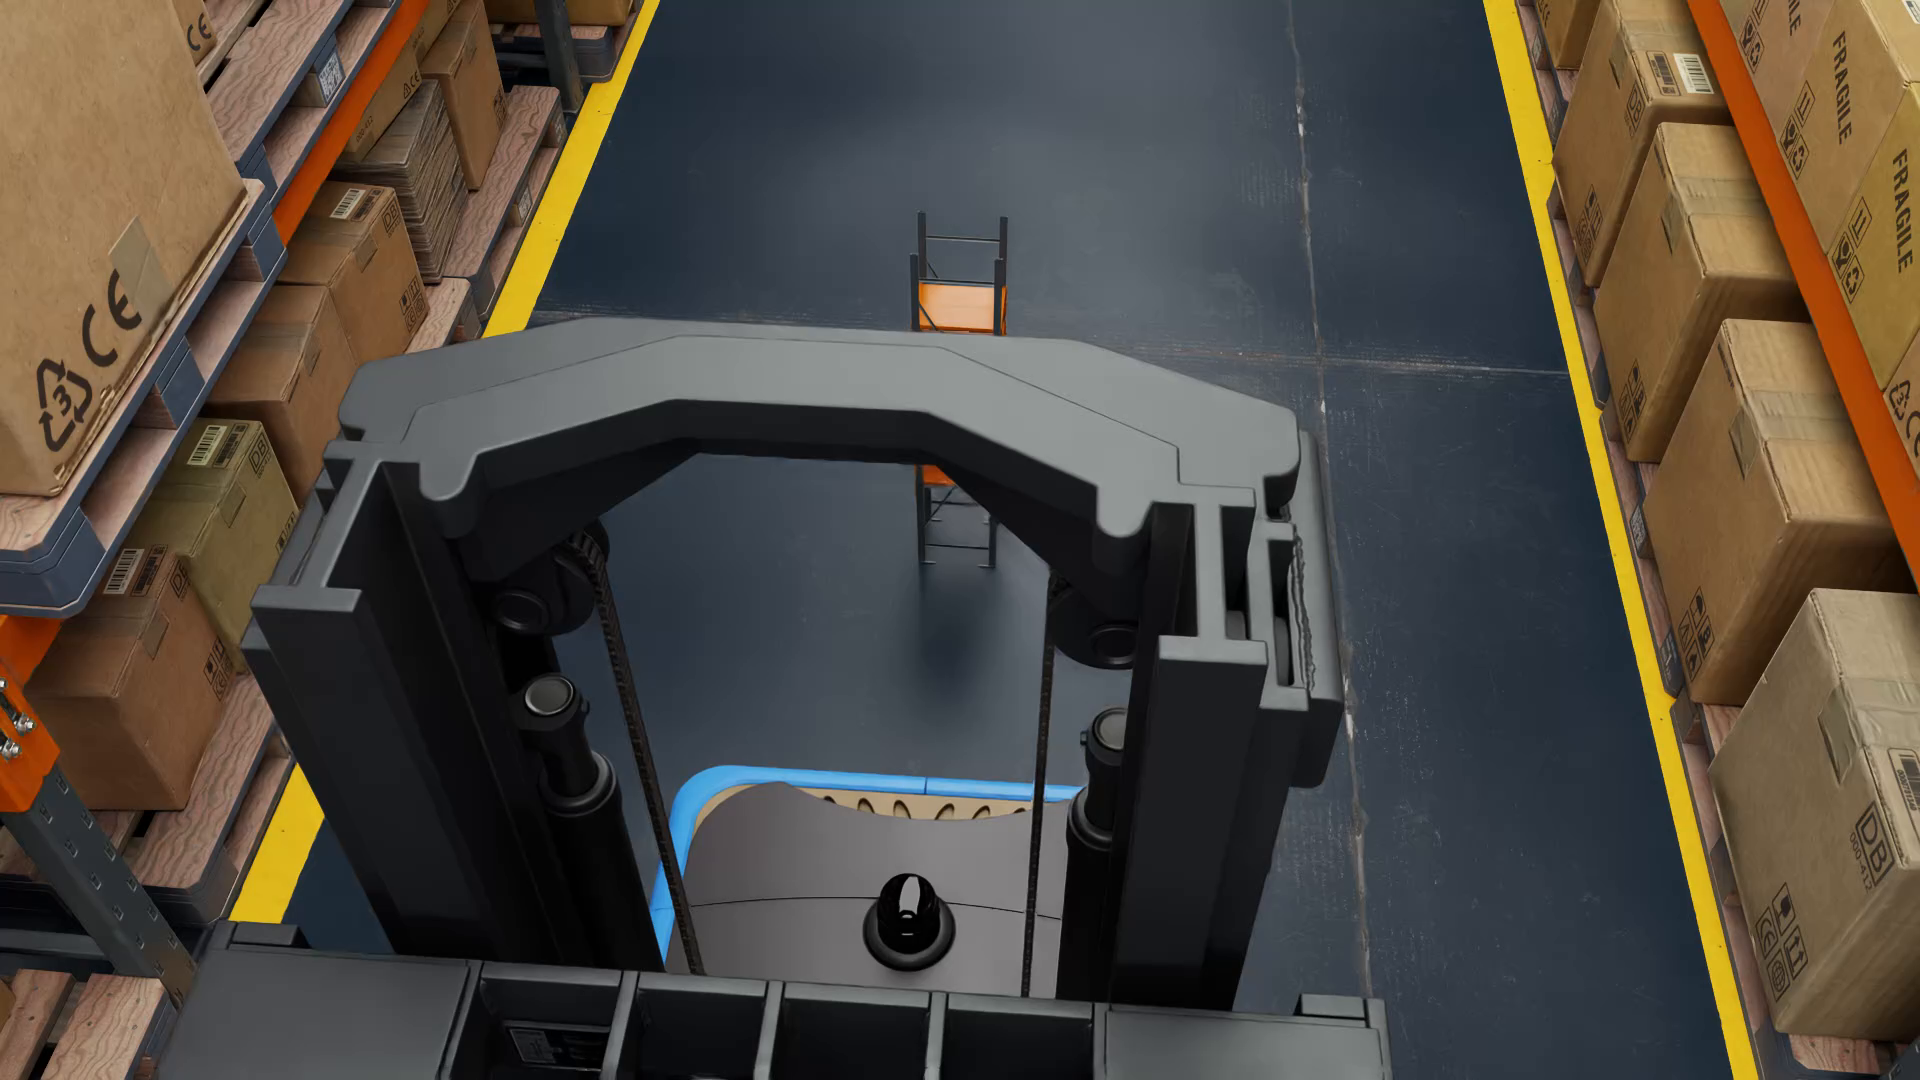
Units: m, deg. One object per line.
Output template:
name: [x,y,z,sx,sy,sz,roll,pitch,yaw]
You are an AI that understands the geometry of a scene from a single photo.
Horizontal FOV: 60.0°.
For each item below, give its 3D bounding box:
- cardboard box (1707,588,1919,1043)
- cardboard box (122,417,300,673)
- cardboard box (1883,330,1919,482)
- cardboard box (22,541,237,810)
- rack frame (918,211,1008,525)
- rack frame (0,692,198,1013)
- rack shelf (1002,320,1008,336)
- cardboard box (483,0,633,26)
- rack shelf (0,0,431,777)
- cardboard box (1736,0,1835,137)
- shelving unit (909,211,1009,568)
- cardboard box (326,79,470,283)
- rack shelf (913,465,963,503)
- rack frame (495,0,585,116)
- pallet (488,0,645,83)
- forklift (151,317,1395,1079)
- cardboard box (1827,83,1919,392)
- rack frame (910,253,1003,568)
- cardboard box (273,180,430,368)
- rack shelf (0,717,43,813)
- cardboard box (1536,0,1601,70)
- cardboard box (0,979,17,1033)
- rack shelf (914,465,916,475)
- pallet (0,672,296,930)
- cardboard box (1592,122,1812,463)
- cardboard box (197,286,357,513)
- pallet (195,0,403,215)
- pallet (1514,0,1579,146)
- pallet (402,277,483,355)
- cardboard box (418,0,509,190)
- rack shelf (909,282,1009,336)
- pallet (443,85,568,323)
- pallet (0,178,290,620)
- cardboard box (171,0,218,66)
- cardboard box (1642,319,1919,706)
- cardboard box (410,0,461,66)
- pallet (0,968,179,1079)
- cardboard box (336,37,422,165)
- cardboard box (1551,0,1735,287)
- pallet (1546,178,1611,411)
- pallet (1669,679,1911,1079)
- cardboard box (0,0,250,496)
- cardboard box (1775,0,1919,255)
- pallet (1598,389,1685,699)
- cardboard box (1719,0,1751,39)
cardboard box: [2.465,0.665,3.849,1.050,0.750,0.750,4,48,3]
cardboard box: [-2.293,-0.002,4.615,0.700,0.500,0.500,4,48,3]
cardboard box: [2.325,-0.297,3.421,0.500,0.500,0.500,3,48,3]
cardboard box: [-2.355,0.347,4.295,0.700,0.500,0.500,1,48,1]
rack frame: [0.007,-0.462,4.859,0.240,1.200,0.006,4,48,4]
rack frame: [-2.432,0.102,3.124,1.000,3.000,0.127,4,48,4]
rack shelf: [-0.001,-0.526,4.653,0.258,0.103,0.180,4,48,4]
cardboard box: [-1.984,-2.768,6.904,1.225,0.875,0.875,2,48,2]
rack shelf: [-2.250,-1.125,4.734,1.077,0.370,4.000,4,48,4]
cardboard box: [2.463,-1.407,4.436,0.500,0.500,0.500,4,48,3]
shelving unit: [-0.001,-0.394,4.798,0.258,1.200,0.189,4,48,4]
cardboard box: [-2.147,-1.240,5.747,0.700,0.500,0.500,0,48,0]
rack shelf: [-0.001,-0.202,5.007,0.258,0.103,0.180,4,48,4]
rack frame: [-2.068,-2.837,5.812,1.000,3.000,0.127,4,48,4]
pallet: [-1.921,-2.470,7.366,1.003,0.211,1.213,4,48,4]
forklift: [-0.177,1.302,2.073,1.130,2.935,3.031,3,48,3]
cardboard box: [2.371,-0.668,3.760,0.500,0.500,0.500,4,48,4]
rack frame: [-0.010,-0.327,4.736,0.240,1.200,0.006,4,48,4]
cardboard box: [-2.192,-0.823,5.366,0.700,0.500,0.500,7,48,7]
rack shelf: [-2.615,1.815,2.045,1.077,0.370,4.000,4,48,4]
cardboard box: [2.662,-2.229,6.665,0.500,0.500,0.500,4,48,3]
cardboard box: [-2.509,1.095,3.625,0.500,0.500,0.500,3,48,2]
rack shelf: [-0.001,-0.283,4.919,0.258,0.103,0.180,4,48,4]
pallet: [-2.363,0.471,4.676,1.003,0.211,1.213,4,48,4]
cardboard box: [2.641,-0.728,5.123,1.050,0.750,0.750,5,48,4]
cardboard box: [-2.242,-0.413,4.991,0.700,0.500,0.500,0,48,0]
pallet: [-2.207,-1.315,4.550,1.003,0.211,1.213,4,48,4]
pallet: [2.935,-2.062,6.993,1.003,0.211,1.213,4,48,4]
pallet: [-2.254,-0.428,5.498,1.003,0.211,1.213,4,48,4]
cardboard box: [-2.109,-1.648,6.121,0.700,0.500,0.500,2,48,1]
rack shelf: [-0.001,-0.607,4.565,0.258,0.103,0.180,4,48,4]
pallet: [-2.140,-1.322,6.316,1.003,0.211,1.213,4,48,4]
pallet: [-2.218,-0.385,3.699,1.003,0.211,1.213,4,48,4]
cardboard box: [-2.366,-1.355,4.102,0.797,0.503,0.637,8,48,8]
cardboard box: [2.556,-0.043,4.497,1.050,0.750,0.750,4,48,4]
cardboard box: [-2.099,-1.901,5.843,0.500,0.250,0.500,6,48,5]
pallet: [-2.458,1.539,3.699,1.003,0.211,1.213,4,48,4]
cardboard box: [-2.137,-1.510,5.486,0.500,0.250,0.500,9,48,8]
cardboard box: [2.717,-1.371,5.711,1.050,0.750,0.750,3,48,3]
pallet: [2.715,-0.914,5.943,1.003,0.211,1.213,4,48,4]
pallet: [2.493,0.879,4.303,1.003,0.211,1.213,4,48,4]
cardboard box: [-2.221,-0.817,3.273,1.000,1.000,1.000,4,48,4]
cardboard box: [2.415,-1.041,4.102,0.500,0.500,0.500,3,48,3]
pallet: [2.602,-0.020,5.125,1.003,0.211,1.213,4,48,4]
cardboard box: [2.509,-1.778,4.775,0.500,0.500,0.500,3,48,3]
